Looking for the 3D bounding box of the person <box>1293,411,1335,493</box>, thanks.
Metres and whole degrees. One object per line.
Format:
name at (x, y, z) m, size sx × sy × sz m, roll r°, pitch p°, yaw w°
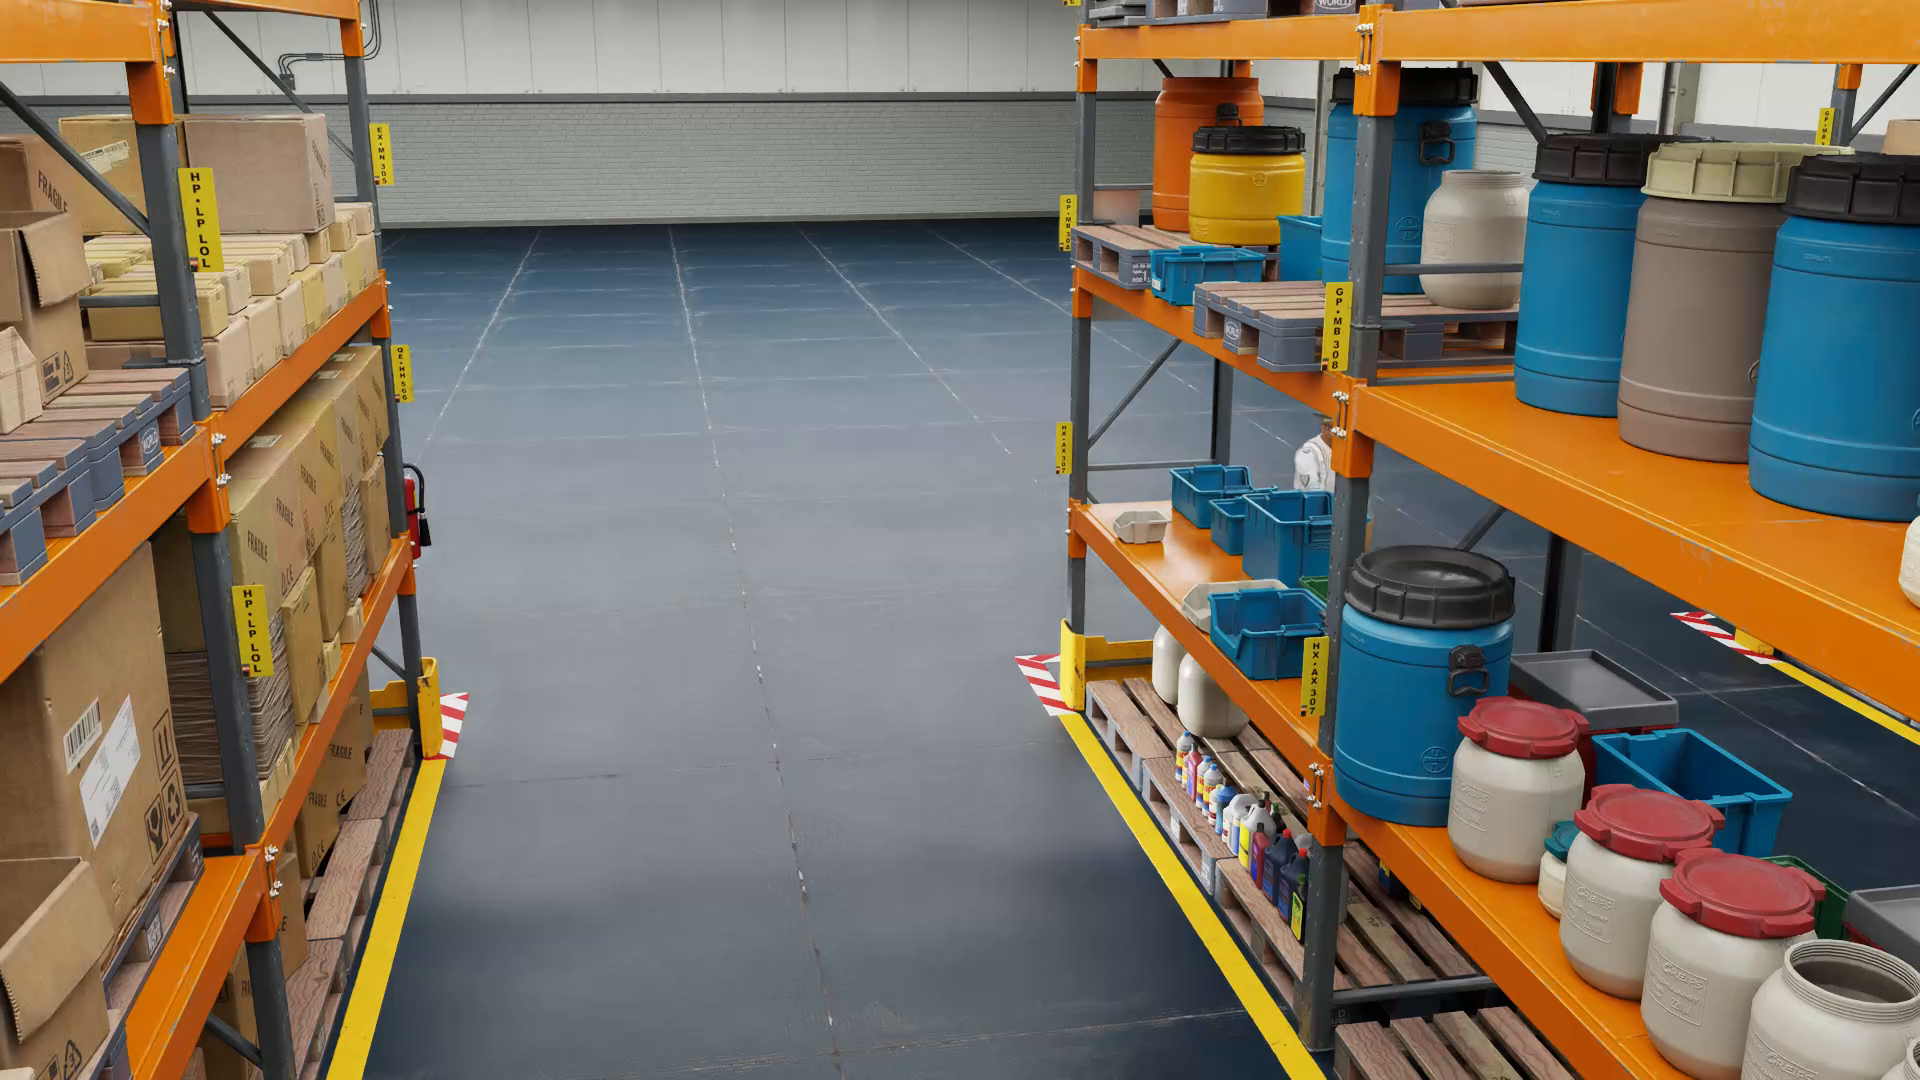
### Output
person at (2.477, -0.064, 11.250) m, size 0.489 × 1.757 × 0.560 m, roll -11°, pitch 20°, yaw -33°
